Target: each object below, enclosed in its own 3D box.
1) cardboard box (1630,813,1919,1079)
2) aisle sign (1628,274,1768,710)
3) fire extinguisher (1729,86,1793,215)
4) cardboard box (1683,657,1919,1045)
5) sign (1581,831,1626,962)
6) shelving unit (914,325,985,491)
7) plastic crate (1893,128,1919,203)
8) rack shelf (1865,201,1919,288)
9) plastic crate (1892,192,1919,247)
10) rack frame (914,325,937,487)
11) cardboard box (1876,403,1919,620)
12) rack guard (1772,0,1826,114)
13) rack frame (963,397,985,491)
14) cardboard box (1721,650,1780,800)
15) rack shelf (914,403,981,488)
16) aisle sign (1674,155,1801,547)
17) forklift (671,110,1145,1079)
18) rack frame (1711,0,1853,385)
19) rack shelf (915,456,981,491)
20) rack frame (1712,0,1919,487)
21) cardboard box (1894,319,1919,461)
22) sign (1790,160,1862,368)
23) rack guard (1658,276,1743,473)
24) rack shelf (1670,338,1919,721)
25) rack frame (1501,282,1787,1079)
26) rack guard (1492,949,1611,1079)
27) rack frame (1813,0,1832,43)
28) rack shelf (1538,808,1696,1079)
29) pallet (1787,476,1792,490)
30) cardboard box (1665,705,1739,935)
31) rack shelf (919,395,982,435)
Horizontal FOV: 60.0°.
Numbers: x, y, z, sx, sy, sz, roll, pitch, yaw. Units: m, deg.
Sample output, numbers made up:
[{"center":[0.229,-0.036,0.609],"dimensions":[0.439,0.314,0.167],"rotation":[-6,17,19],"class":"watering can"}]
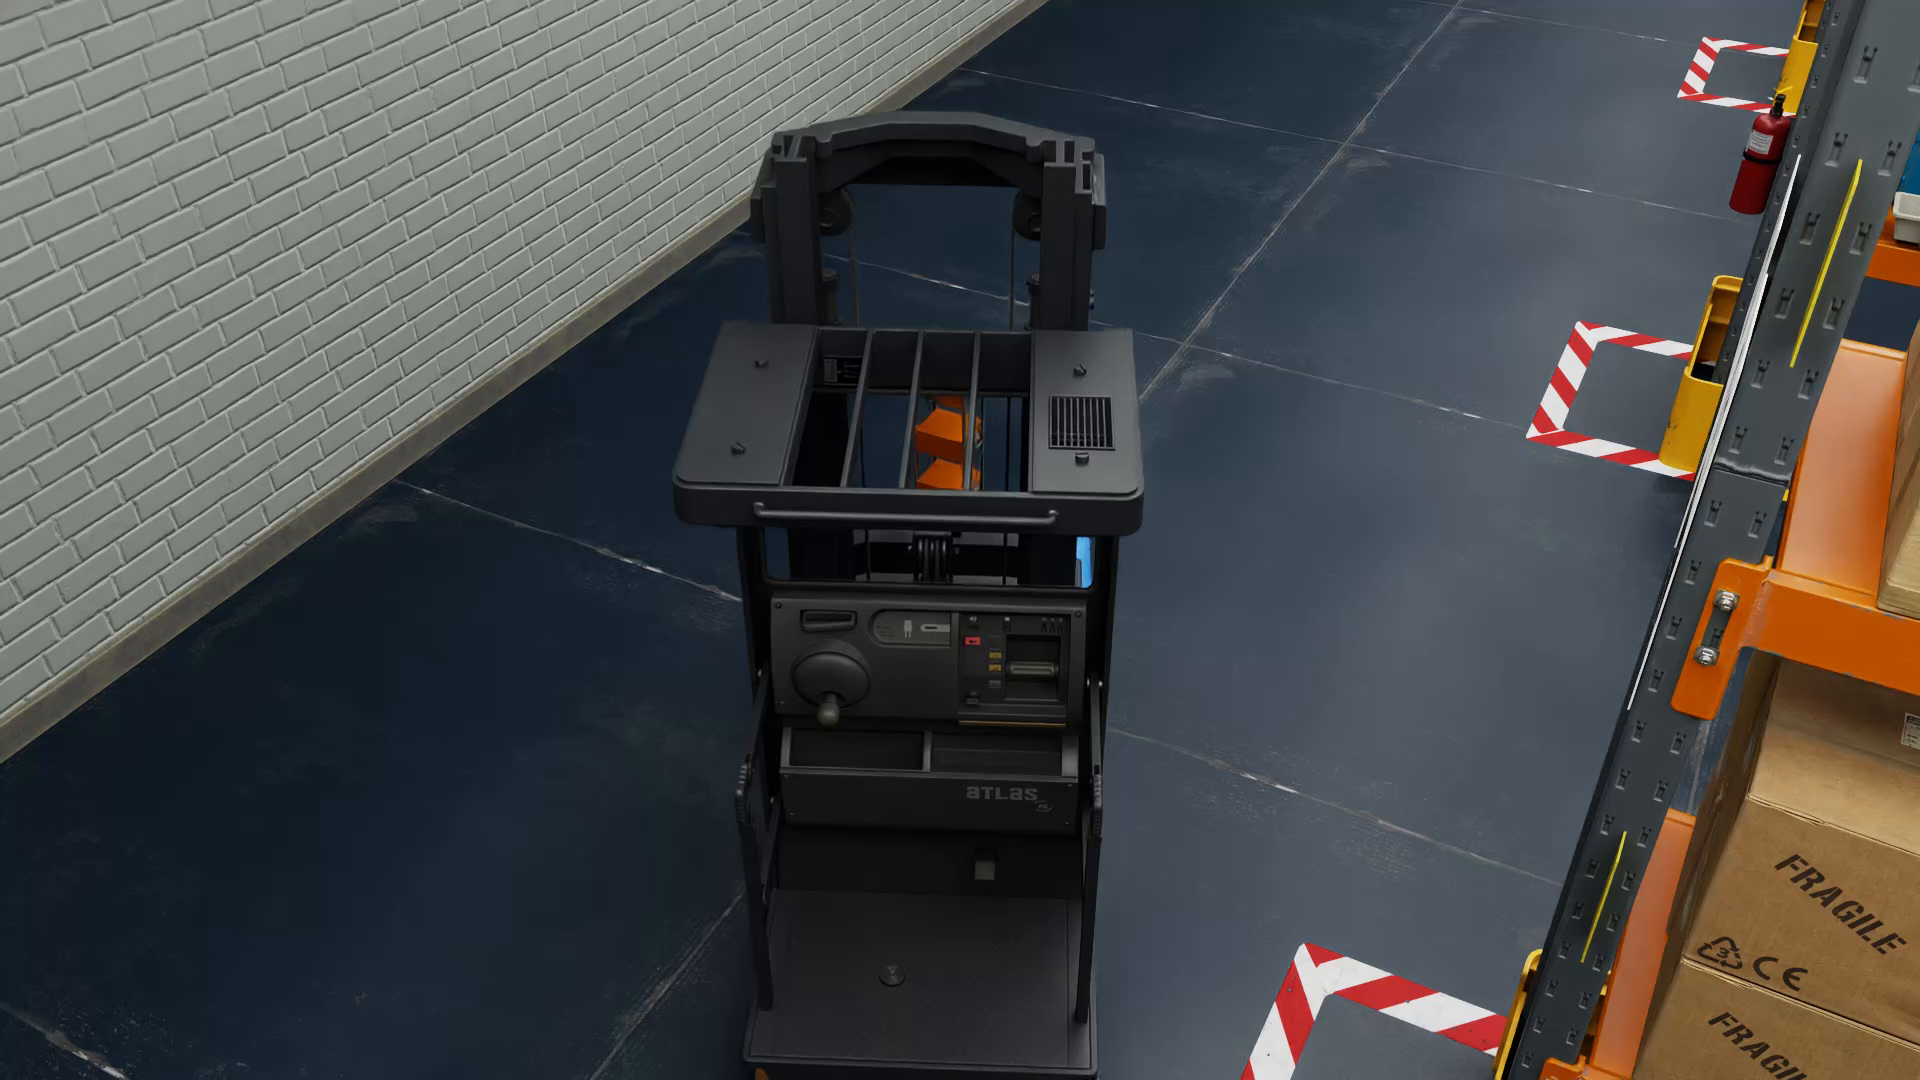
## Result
[{"center":[1.895,1.041,3.814],"dimensions":[0.500,0.500,0.500],"rotation":[18,41,22],"class":"cardboard box"},{"center":[1.427,-0.081,3.225],"dimensions":[0.004,0.787,0.394],"rotation":[17,41,21],"class":"aisle sign"},{"center":[3.979,-1.949,8.209],"dimensions":[0.183,0.674,0.296],"rotation":[17,41,21],"class":"fire extinguisher"},{"center":[1.895,0.643,3.512],"dimensions":[0.500,0.500,0.500],"rotation":[19,41,23],"class":"cardboard box"},{"center":[1.373,0.763,3.548],"dimensions":[0.005,0.325,0.100],"rotation":[17,41,21],"class":"sign"},{"center":[-0.047,-0.433,7.452],"dimensions":[0.252,1.050,0.215],"rotation":[17,41,21],"class":"shelving unit"},{"center":[4.287,-1.887,7.676],"dimensions":[0.499,0.435,0.616],"rotation":[17,41,21],"class":"plastic crate"},{"center":[5.680,-0.999,7.181],"dimensions":[4.000,0.370,1.077],"rotation":[17,41,21],"class":"rack shelf"},{"center":[4.218,-1.382,7.258],"dimensions":[0.298,0.136,0.250],"rotation":[17,41,21],"class":"plastic crate"},{"center":[-0.156,-0.467,7.497],"dimensions":[0.008,1.050,0.200],"rotation":[17,41,21],"class":"rack frame"},{"center":[1.962,-0.039,2.964],"dimensions":[0.500,0.250,0.500],"rotation":[17,41,21],"class":"cardboard box"},{"center":[6.160,-3.512,11.964],"dimensions":[0.348,0.500,1.175],"rotation":[17,41,21],"class":"rack guard"},{"center":[0.061,-0.399,7.407],"dimensions":[0.008,1.050,0.200],"rotation":[17,41,21],"class":"rack frame"},{"center":[2.144,0.354,3.893],"dimensions":[0.500,0.500,0.500],"rotation":[17,40,21],"class":"cardboard box"},{"center":[-0.047,-0.425,7.459],"dimensions":[0.240,0.259,0.215],"rotation":[17,41,21],"class":"rack shelf"},{"center":[1.703,-0.403,3.649],"dimensions":[0.004,0.787,0.394],"rotation":[17,41,21],"class":"aisle sign"},{"center":[-0.103,0.432,4.757],"dimensions":[1.130,2.935,3.031],"rotation":[2,37,2],"class":"forklift"},{"center":[3.904,-1.842,7.696],"dimensions":[0.127,3.000,1.000],"rotation":[17,41,21],"class":"rack frame"},{"center":[-0.047,-0.203,7.627],"dimensions":[0.240,0.259,0.215],"rotation":[17,41,21],"class":"rack shelf"},{"center":[1.622,-1.573,2.380],"dimensions":[0.127,3.000,1.000],"rotation":[17,41,21],"class":"rack frame"},{"center":[2.200,-0.317,3.330],"dimensions":[0.500,0.250,0.500],"rotation":[17,41,21],"class":"cardboard box"},{"center":[1.373,-0.435,2.639],"dimensions":[0.005,0.325,0.100],"rotation":[17,41,21],"class":"sign"},{"center":[3.876,-0.846,8.451],"dimensions":[0.348,0.500,1.175],"rotation":[17,41,21],"class":"rack guard"},{"center":[3.398,0.464,2.772],"dimensions":[4.000,0.370,1.077],"rotation":[17,41,21],"class":"rack shelf"},{"center":[1.622,0.816,4.194],"dimensions":[0.127,3.000,1.000],"rotation":[17,41,21],"class":"rack frame"},{"center":[1.690,1.833,4.922],"dimensions":[0.348,0.500,1.175],"rotation":[17,41,21],"class":"rack guard"},{"center":[6.181,-4.501,11.199],"dimensions":[0.127,3.000,1.000],"rotation":[17,41,21],"class":"rack frame"},{"center":[3.398,1.659,3.679],"dimensions":[4.000,0.370,1.077],"rotation":[17,41,21],"class":"rack shelf"},{"center":[4.618,-0.481,8.209],"dimensions":[1.213,0.211,1.003],"rotation":[17,41,21],"class":"pallet"},{"center":[2.145,0.755,4.192],"dimensions":[0.500,0.500,0.500],"rotation":[19,41,23],"class":"cardboard box"},{"center":[-0.047,-0.651,7.287],"dimensions":[0.240,0.259,0.215],"rotation":[17,41,21],"class":"rack shelf"}]
